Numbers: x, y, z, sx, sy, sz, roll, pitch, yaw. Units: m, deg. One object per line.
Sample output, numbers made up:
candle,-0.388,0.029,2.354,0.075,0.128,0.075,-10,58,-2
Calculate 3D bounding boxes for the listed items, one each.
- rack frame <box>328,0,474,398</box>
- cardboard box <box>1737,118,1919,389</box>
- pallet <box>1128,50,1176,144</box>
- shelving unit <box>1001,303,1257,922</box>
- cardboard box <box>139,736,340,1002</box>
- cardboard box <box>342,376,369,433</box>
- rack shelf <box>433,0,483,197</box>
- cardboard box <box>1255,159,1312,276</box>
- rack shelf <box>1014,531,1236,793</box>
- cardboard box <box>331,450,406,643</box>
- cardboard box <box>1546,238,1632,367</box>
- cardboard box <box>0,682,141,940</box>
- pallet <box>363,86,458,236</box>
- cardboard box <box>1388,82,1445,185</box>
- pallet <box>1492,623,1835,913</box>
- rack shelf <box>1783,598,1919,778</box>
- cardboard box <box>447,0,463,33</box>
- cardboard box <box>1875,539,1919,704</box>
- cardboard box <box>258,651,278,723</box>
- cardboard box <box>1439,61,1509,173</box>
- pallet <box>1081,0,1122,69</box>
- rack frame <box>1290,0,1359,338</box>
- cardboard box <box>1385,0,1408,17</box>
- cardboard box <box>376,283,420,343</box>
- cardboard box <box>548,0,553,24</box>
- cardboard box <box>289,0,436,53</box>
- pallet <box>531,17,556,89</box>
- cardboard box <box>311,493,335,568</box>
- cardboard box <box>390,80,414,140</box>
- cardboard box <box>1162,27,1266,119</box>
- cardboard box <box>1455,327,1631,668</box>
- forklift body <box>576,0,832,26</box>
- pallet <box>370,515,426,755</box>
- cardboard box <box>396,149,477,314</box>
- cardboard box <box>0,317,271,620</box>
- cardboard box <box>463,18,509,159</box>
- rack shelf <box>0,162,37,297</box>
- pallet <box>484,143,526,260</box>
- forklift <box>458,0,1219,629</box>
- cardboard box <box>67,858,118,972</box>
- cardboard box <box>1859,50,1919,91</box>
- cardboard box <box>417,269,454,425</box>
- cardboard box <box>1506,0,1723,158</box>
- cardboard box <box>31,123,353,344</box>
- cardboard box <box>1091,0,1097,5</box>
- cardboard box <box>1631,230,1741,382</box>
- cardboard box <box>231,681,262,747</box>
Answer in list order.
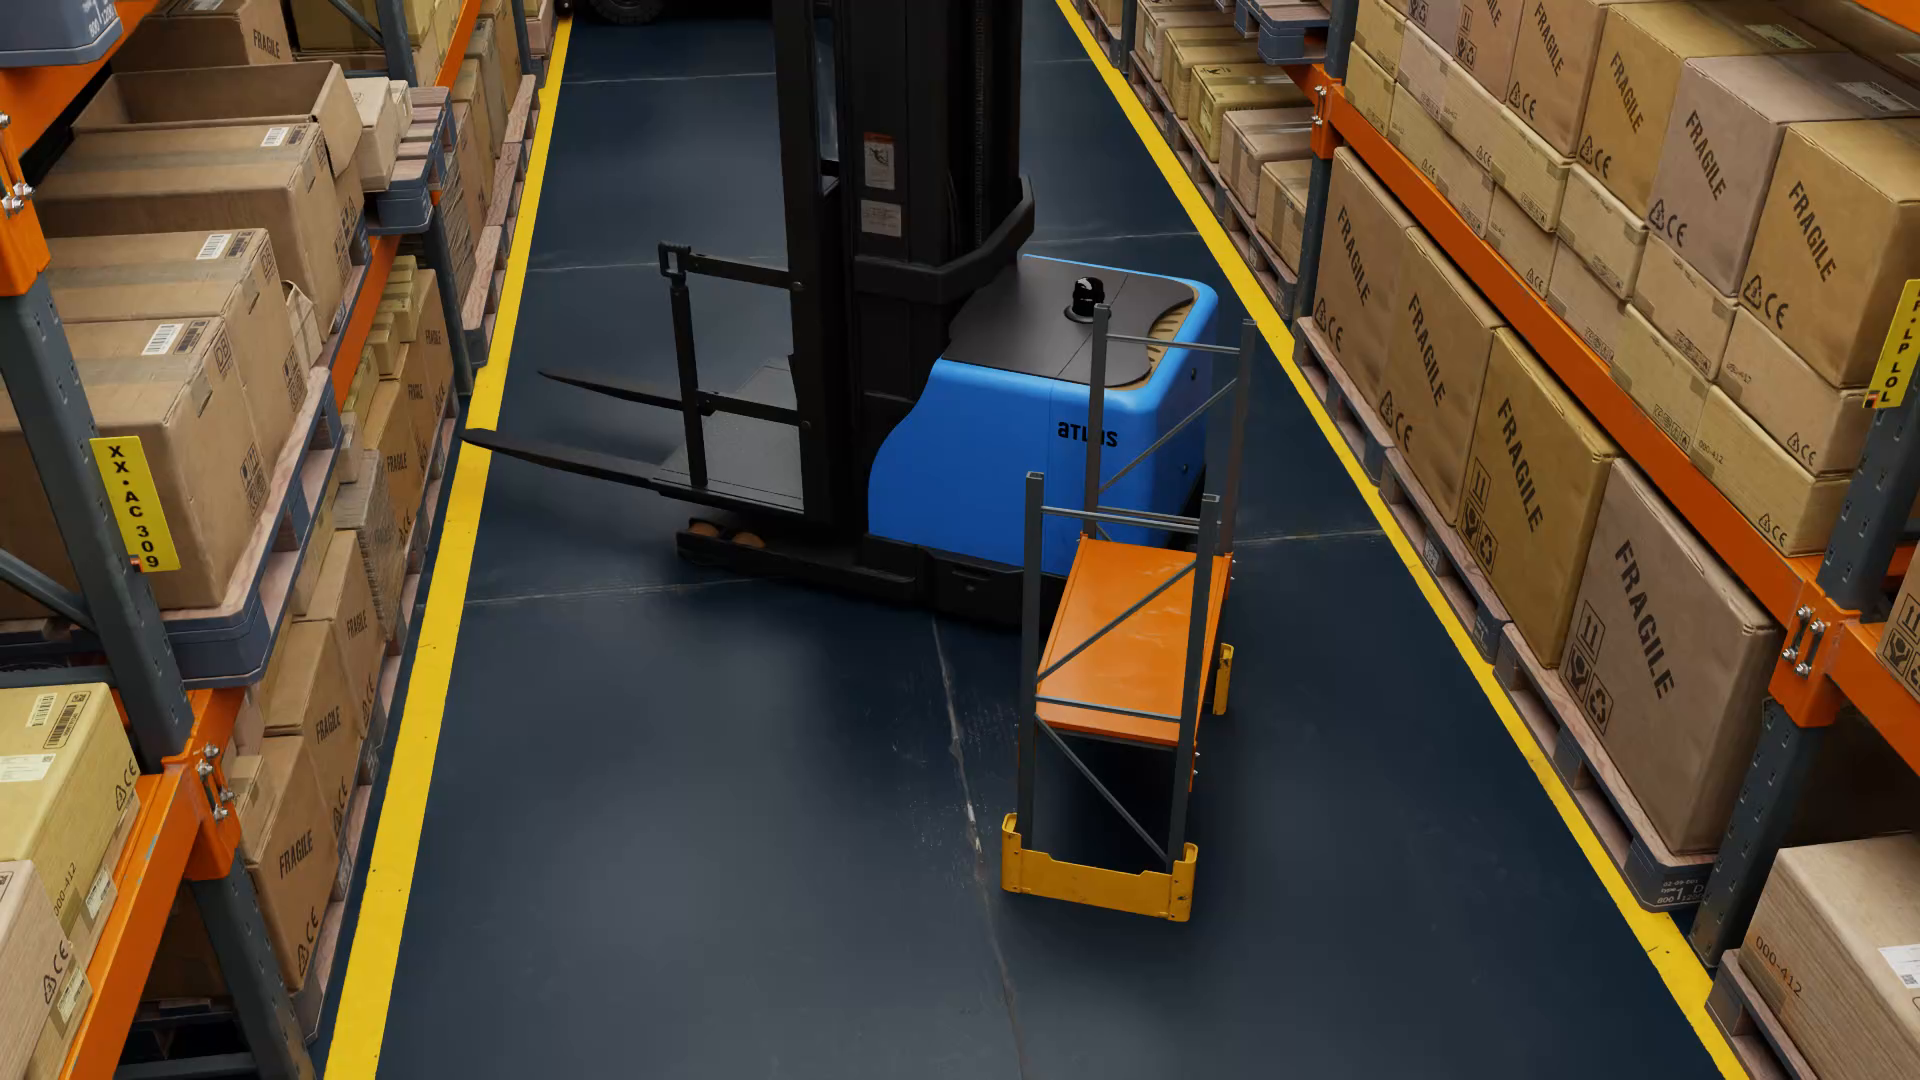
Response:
rack frame,-2.772,-1.899,6.872,1.000,3.000,0.127,-4,35,-6
cardboard box,2.375,-0.729,4.180,0.500,0.500,0.500,-3,34,-5
pallet,1.714,-2.922,10.850,1.003,0.211,1.213,-4,35,-6
shelving unit,0.537,0.208,5.113,0.587,1.500,1.083,8,35,11
cardboard box,-2.076,0.906,4.604,0.500,0.500,0.500,-3,34,-4
cardboard box,-2.371,-0.461,6.033,0.380,0.149,0.250,-5,35,-7
rack shelf,-3.041,-2.717,8.713,1.077,0.370,4.000,-4,35,-6
cardboard box,2.080,-1.680,8.513,0.950,0.372,0.625,-7,35,-10
rack shelf,0.539,0.352,5.221,0.538,0.185,1.000,8,35,11
cardboard box,-2.284,0.041,5.873,0.500,0.500,0.500,-6,35,-8
cardboard box,2.258,-0.781,5.366,0.500,0.250,0.500,-5,35,-8
cardboard box,-1.924,0.538,3.166,0.500,0.250,0.500,-4,34,-5
pallet,-2.611,-1.446,6.379,1.213,0.211,1.003,-4,35,-6
cardboard box,2.049,-1.637,6.622,0.500,0.250,0.500,-5,35,-8
pallet,2.506,0.683,5.560,1.003,0.211,1.213,-4,35,-6
rack shelf,2.953,1.369,2.717,1.077,0.370,4.000,-4,35,-6
cardboard box,-2.729,-2.671,8.138,0.500,0.250,0.500,-5,35,-8
cardboard box,2.488,0.196,3.710,0.500,0.500,0.500,-3,34,-5
cardboard box,-2.178,0.414,4.750,0.380,0.149,0.250,-6,35,-9
cardboard box,2.093,-1.552,6.053,0.500,0.250,0.500,-4,35,-7
pallet,1.483,-3.728,12.034,1.003,0.211,1.213,-4,35,-6
rack frame,2.146,-2.277,7.427,1.000,3.000,0.127,-4,35,-6
cardboard box,1.970,-2.437,6.686,0.500,0.500,0.500,-5,35,-8
cardboard box,-2.387,-0.901,6.679,0.380,0.149,0.250,-6,35,-9
cardboard box,-3.131,-3.745,11.651,0.500,0.250,0.500,-5,35,-7
cardboard box,-2.565,-2.311,7.167,0.500,0.250,0.500,-4,35,-6
pallet,-3.375,-3.425,11.589,1.003,0.211,1.213,-4,35,-6
cardboard box,-2.256,-0.019,5.385,0.380,0.149,0.250,-3,34,-5
cardboard box,-2.303,-1.631,6.330,0.380,0.149,0.250,-4,34,-5
cardboard box,1.781,-2.903,10.307,0.950,0.372,0.625,-2,34,-3
cardboard box,2.392,-0.183,5.869,0.875,0.875,0.875,-3,34,-5
forklift body,-1.785,-5.092,12.312,2.313,2.155,1.214,-4,35,-6
pallet,-2.548,0.353,6.045,1.003,0.211,1.213,-4,35,-6
cardboard box,-2.842,-1.440,7.935,0.875,0.625,0.625,-3,34,-5
cardboard box,-2.077,-0.168,3.871,0.700,0.500,0.500,-4,34,-5
cardboard box,-3.132,-2.599,9.636,0.875,0.625,0.625,-5,35,-7
rack shelf,-1.965,0.507,1.317,1.077,0.370,4.000,-4,35,-6
pallet,-3.005,-1.888,9.333,1.003,0.211,1.213,-4,35,-6
forklift,-0.583,-1.336,6.108,3.031,2.935,1.130,12,36,17
cardboard box,-1.884,0.740,3.224,0.380,0.149,0.250,-3,34,-5
cardboard box,2.814,-1.048,4.648,0.500,0.500,0.500,-5,35,-7
cardboard box,-2.502,-0.819,7.136,0.500,0.500,0.500,-3,34,-5
cardboard box,2.165,-1.590,5.442,0.500,0.500,0.500,-4,34,-6
cardboard box,-2.253,-0.895,4.938,0.700,0.500,0.500,-5,35,-7
cardboard box,1.181,-4.152,12.248,0.500,0.250,0.500,-5,35,-8
cardboard box,2.309,-0.695,4.795,0.500,0.250,0.500,-4,34,-5
cardboard box,-2.101,0.440,4.447,0.380,0.149,0.250,-6,35,-9
